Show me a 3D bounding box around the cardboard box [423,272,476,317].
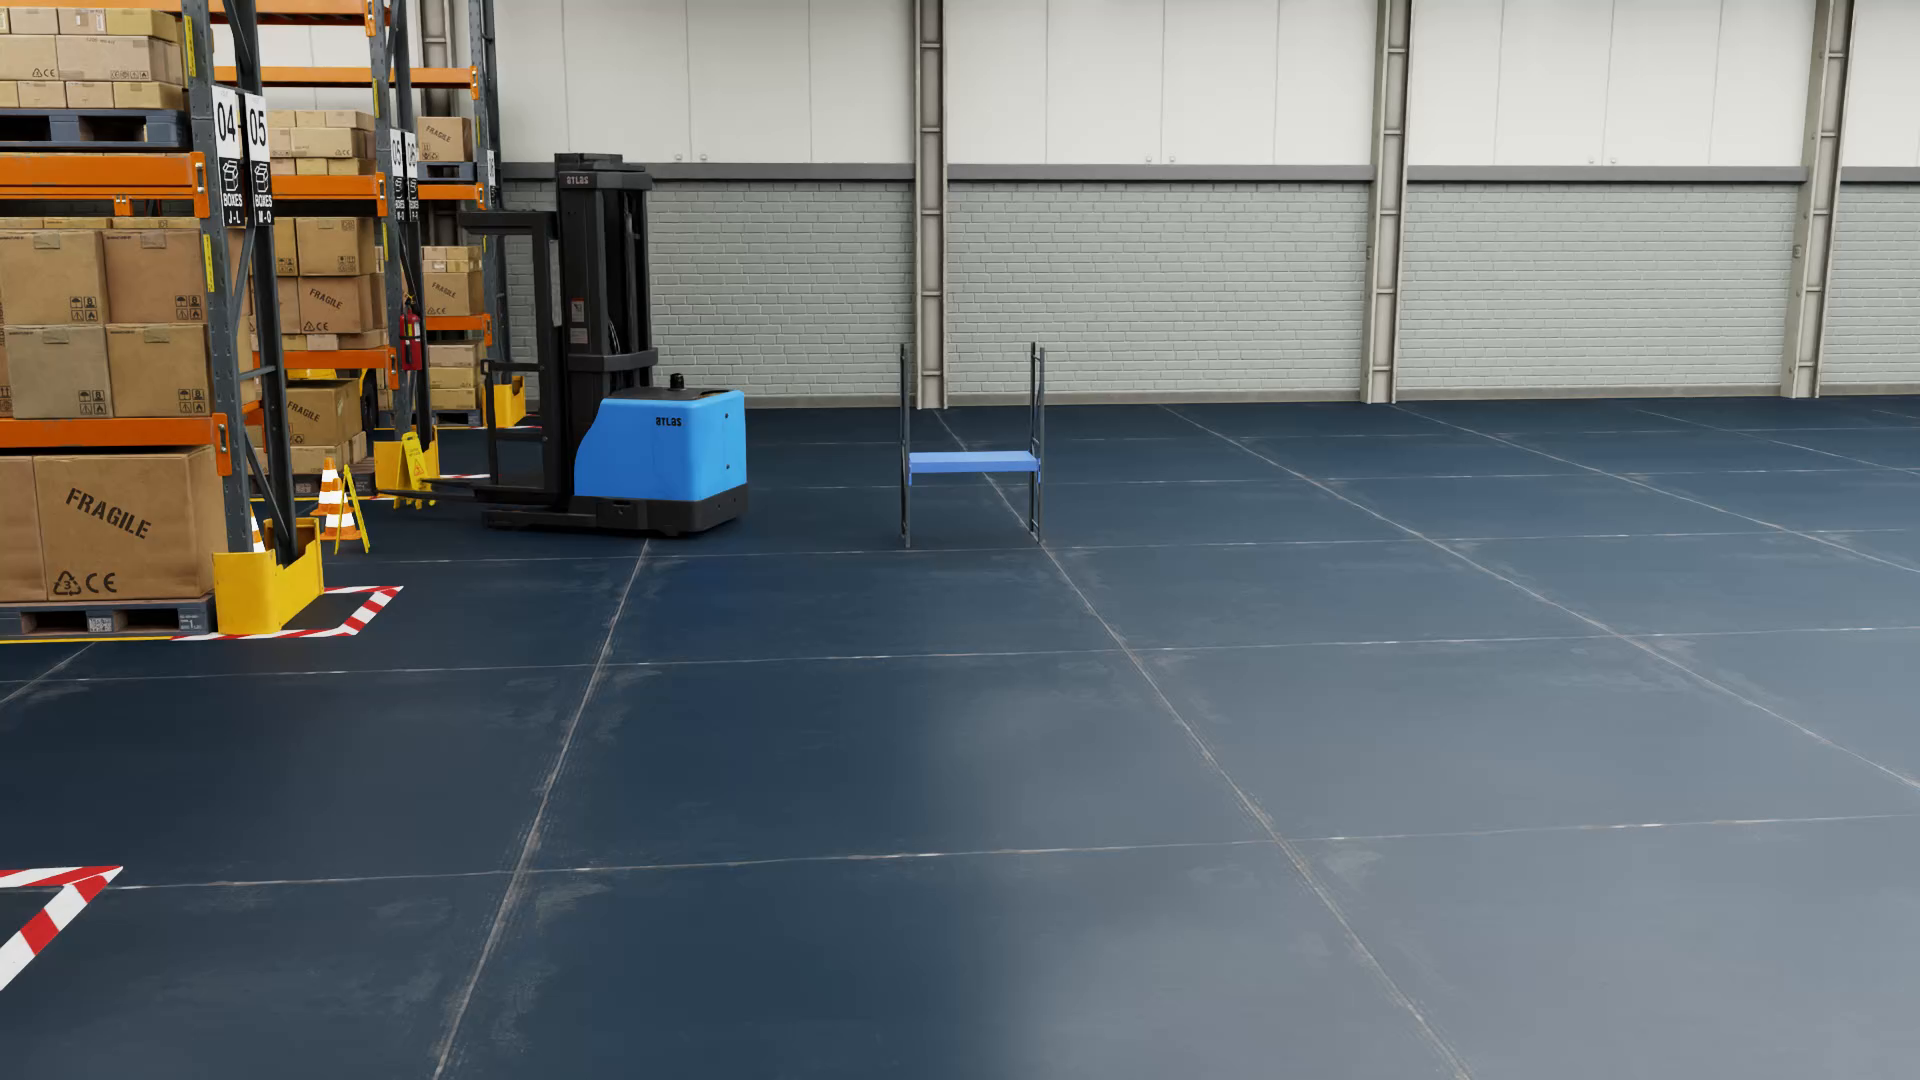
[{"bbox_3d":[-6.009,-2.902,19.594,0.500,0.500,0.500,-1,11,-7],"label":"cardboard box"}]

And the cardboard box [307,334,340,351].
[{"bbox_3d":[-5.597,-1.763,14.711,0.250,0.149,0.380,-1,11,-7],"label":"cardboard box"}]

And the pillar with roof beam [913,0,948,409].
[{"bbox_3d":[0.092,-5.315,16.575,0.400,9.000,9.100,-1,11,-6],"label":"pillar with roof beam"}]

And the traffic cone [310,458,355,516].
[{"bbox_3d":[-5.297,-0.461,14.011,0.334,0.463,0.336,-1,11,-6],"label":"traffic cone"}]

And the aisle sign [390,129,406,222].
[{"bbox_3d":[-4.916,-3.183,14.543,0.004,0.787,0.394,-1,11,-6],"label":"aisle sign"}]

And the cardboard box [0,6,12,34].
[{"bbox_3d":[-5.432,-2.921,9.412,0.250,0.149,0.380,-1,11,-5],"label":"cardboard box"}]

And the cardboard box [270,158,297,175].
[{"bbox_3d":[-5.845,-3.239,14.441,0.250,0.149,0.380,-1,11,-4],"label":"cardboard box"}]

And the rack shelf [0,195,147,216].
[{"bbox_3d":[-11.513,-3.907,19.056,4.000,0.370,1.077,-1,11,-6],"label":"rack shelf"}]

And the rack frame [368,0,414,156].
[{"bbox_3d":[-5.009,-4.905,14.491,0.127,3.000,1.000,-1,11,-6],"label":"rack frame"}]

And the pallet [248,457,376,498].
[{"bbox_3d":[-5.896,-0.582,15.279,1.213,0.211,1.003,-1,11,-6],"label":"pallet"}]

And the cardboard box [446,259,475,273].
[{"bbox_3d":[-5.863,-3.220,19.529,0.250,0.149,0.380,-1,11,-5],"label":"cardboard box"}]

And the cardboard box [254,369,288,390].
[{"bbox_3d":[-6.135,-1.418,14.716,0.250,0.149,0.380,-1,11,-4],"label":"cardboard box"}]

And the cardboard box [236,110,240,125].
[{"bbox_3d":[-6.083,-3.636,14.393,0.250,0.149,0.380,-1,11,-6],"label":"cardboard box"}]

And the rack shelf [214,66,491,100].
[{"bbox_3d":[-7.537,-5.266,19.229,4.000,0.370,1.077,-1,11,-6],"label":"rack shelf"}]

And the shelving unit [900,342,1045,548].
[{"bbox_3d":[0.085,-0.738,12.732,1.048,1.500,0.538,-1,11,-6],"label":"shelving unit"}]

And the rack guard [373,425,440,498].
[{"bbox_3d":[-5.084,-0.734,15.303,0.348,0.500,1.175,-1,11,-6],"label":"rack guard"}]

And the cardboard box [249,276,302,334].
[{"bbox_3d":[-6.017,-2.083,14.657,0.500,0.500,0.500,-1,11,-6],"label":"cardboard box"}]

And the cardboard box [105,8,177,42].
[{"bbox_3d":[-4.672,-2.937,9.493,0.250,0.149,0.380,-1,11,-6],"label":"cardboard box"}]

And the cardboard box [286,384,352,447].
[{"bbox_3d":[-5.777,-1.120,14.883,0.500,0.500,0.500,-1,11,-6],"label":"cardboard box"}]

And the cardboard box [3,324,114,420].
[{"bbox_3d":[-5.282,-1.056,10.075,0.550,0.550,0.875,-1,11,-6],"label":"cardboard box"}]

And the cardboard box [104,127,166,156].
[{"bbox_3d":[-7.006,-3.411,14.282,0.500,0.250,0.500,-1,11,-6],"label":"cardboard box"}]

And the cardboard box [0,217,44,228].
[{"bbox_3d":[-8.014,-2.538,14.379,0.500,0.500,0.700,-1,11,-6],"label":"cardboard box"}]

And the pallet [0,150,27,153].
[{"bbox_3d":[-6.326,-2.399,9.750,1.213,0.211,1.003,-1,11,-6],"label":"pallet"}]

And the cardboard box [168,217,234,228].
[{"bbox_3d":[-6.493,-2.555,14.467,0.500,0.500,0.700,-1,11,-7],"label":"cardboard box"}]

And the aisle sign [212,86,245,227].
[{"bbox_3d":[-4.271,-2.234,9.716,0.004,0.787,0.394,-1,11,-6],"label":"aisle sign"}]

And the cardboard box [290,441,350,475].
[{"bbox_3d":[-5.807,-0.750,14.944,0.500,0.250,0.500,-1,11,-6],"label":"cardboard box"}]

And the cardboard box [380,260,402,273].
[{"bbox_3d":[-6.626,-3.212,19.490,0.250,0.149,0.380,-1,11,-6],"label":"cardboard box"}]

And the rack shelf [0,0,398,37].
[{"bbox_3d":[-6.997,-4.509,14.349,4.000,0.370,1.077,-1,11,-6],"label":"rack shelf"}]

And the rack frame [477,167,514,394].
[{"bbox_3d":[-5.549,-2.913,19.912,0.127,3.000,1.000,-1,11,-6],"label":"rack frame"}]

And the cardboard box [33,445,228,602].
[{"bbox_3d":[-5.041,-0.151,10.280,0.875,0.875,0.875,-1,11,-6],"label":"cardboard box"}]

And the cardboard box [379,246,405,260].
[{"bbox_3d":[-6.636,-3.366,19.503,0.250,0.149,0.380,-1,11,-6],"label":"cardboard box"}]

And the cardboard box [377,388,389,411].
[{"bbox_3d":[-6.975,-1.683,19.691,0.500,0.250,0.500,-1,11,-5],"label":"cardboard box"}]

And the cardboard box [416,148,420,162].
[{"bbox_3d":[-6.339,-4.442,19.212,0.250,0.149,0.380,-2,11,-8],"label":"cardboard box"}]

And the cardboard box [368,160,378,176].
[{"bbox_3d":[-5.374,-3.366,15.087,0.250,0.149,0.380,-1,11,-6],"label":"cardboard box"}]

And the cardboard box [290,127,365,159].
[{"bbox_3d":[-5.488,-3.443,14.449,0.500,0.250,0.500,-1,11,-7],"label":"cardboard box"}]

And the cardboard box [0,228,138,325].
[{"bbox_3d":[-5.284,-1.588,9.984,0.550,0.550,0.875,-1,11,-6],"label":"cardboard box"}]

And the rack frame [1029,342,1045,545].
[{"bbox_3d":[0.590,-0.748,12.786,0.032,1.500,0.500,-1,11,-6],"label":"rack frame"}]

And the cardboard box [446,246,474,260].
[{"bbox_3d":[-5.882,-3.379,19.567,0.250,0.149,0.380,-1,11,-6],"label":"cardboard box"}]

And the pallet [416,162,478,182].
[{"bbox_3d":[-6.254,-4.332,19.581,1.213,0.211,1.003,-1,11,-6],"label":"pallet"}]

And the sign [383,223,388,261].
[{"bbox_3d":[-4.969,-2.578,14.384,0.005,0.325,0.100,-1,11,-6],"label":"sign"}]

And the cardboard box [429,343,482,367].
[{"bbox_3d":[-5.973,-2.192,19.687,0.500,0.250,0.500,-1,11,-4],"label":"cardboard box"}]

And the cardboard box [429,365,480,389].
[{"bbox_3d":[-5.999,-1.946,19.732,0.500,0.250,0.500,-1,11,-7],"label":"cardboard box"}]

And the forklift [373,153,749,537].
[{"bbox_3d":[-3.314,-1.603,13.422,3.031,2.935,1.130,3,12,16],"label":"forklift"}]

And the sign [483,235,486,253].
[{"bbox_3d":[-5.504,-3.493,19.246,0.005,0.325,0.100,-1,11,-6],"label":"sign"}]

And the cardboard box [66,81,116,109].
[{"bbox_3d":[-4.918,-2.541,9.545,0.250,0.149,0.380,-1,11,-6],"label":"cardboard box"}]

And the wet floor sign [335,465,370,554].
[{"bbox_3d":[-4.559,-0.240,12.414,0.232,0.644,0.267,-3,12,-16],"label":"wet floor sign"}]

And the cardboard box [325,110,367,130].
[{"bbox_3d":[-5.313,-3.638,14.404,0.250,0.149,0.380,-1,11,-6],"label":"cardboard box"}]

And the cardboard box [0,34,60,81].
[{"bbox_3d":[-5.328,-2.740,9.522,0.500,0.250,0.500,-1,11,-6],"label":"cardboard box"}]

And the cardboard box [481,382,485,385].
[{"bbox_3d":[-6.058,-1.798,20.275,0.500,0.250,0.500,-1,11,-6],"label":"cardboard box"}]
